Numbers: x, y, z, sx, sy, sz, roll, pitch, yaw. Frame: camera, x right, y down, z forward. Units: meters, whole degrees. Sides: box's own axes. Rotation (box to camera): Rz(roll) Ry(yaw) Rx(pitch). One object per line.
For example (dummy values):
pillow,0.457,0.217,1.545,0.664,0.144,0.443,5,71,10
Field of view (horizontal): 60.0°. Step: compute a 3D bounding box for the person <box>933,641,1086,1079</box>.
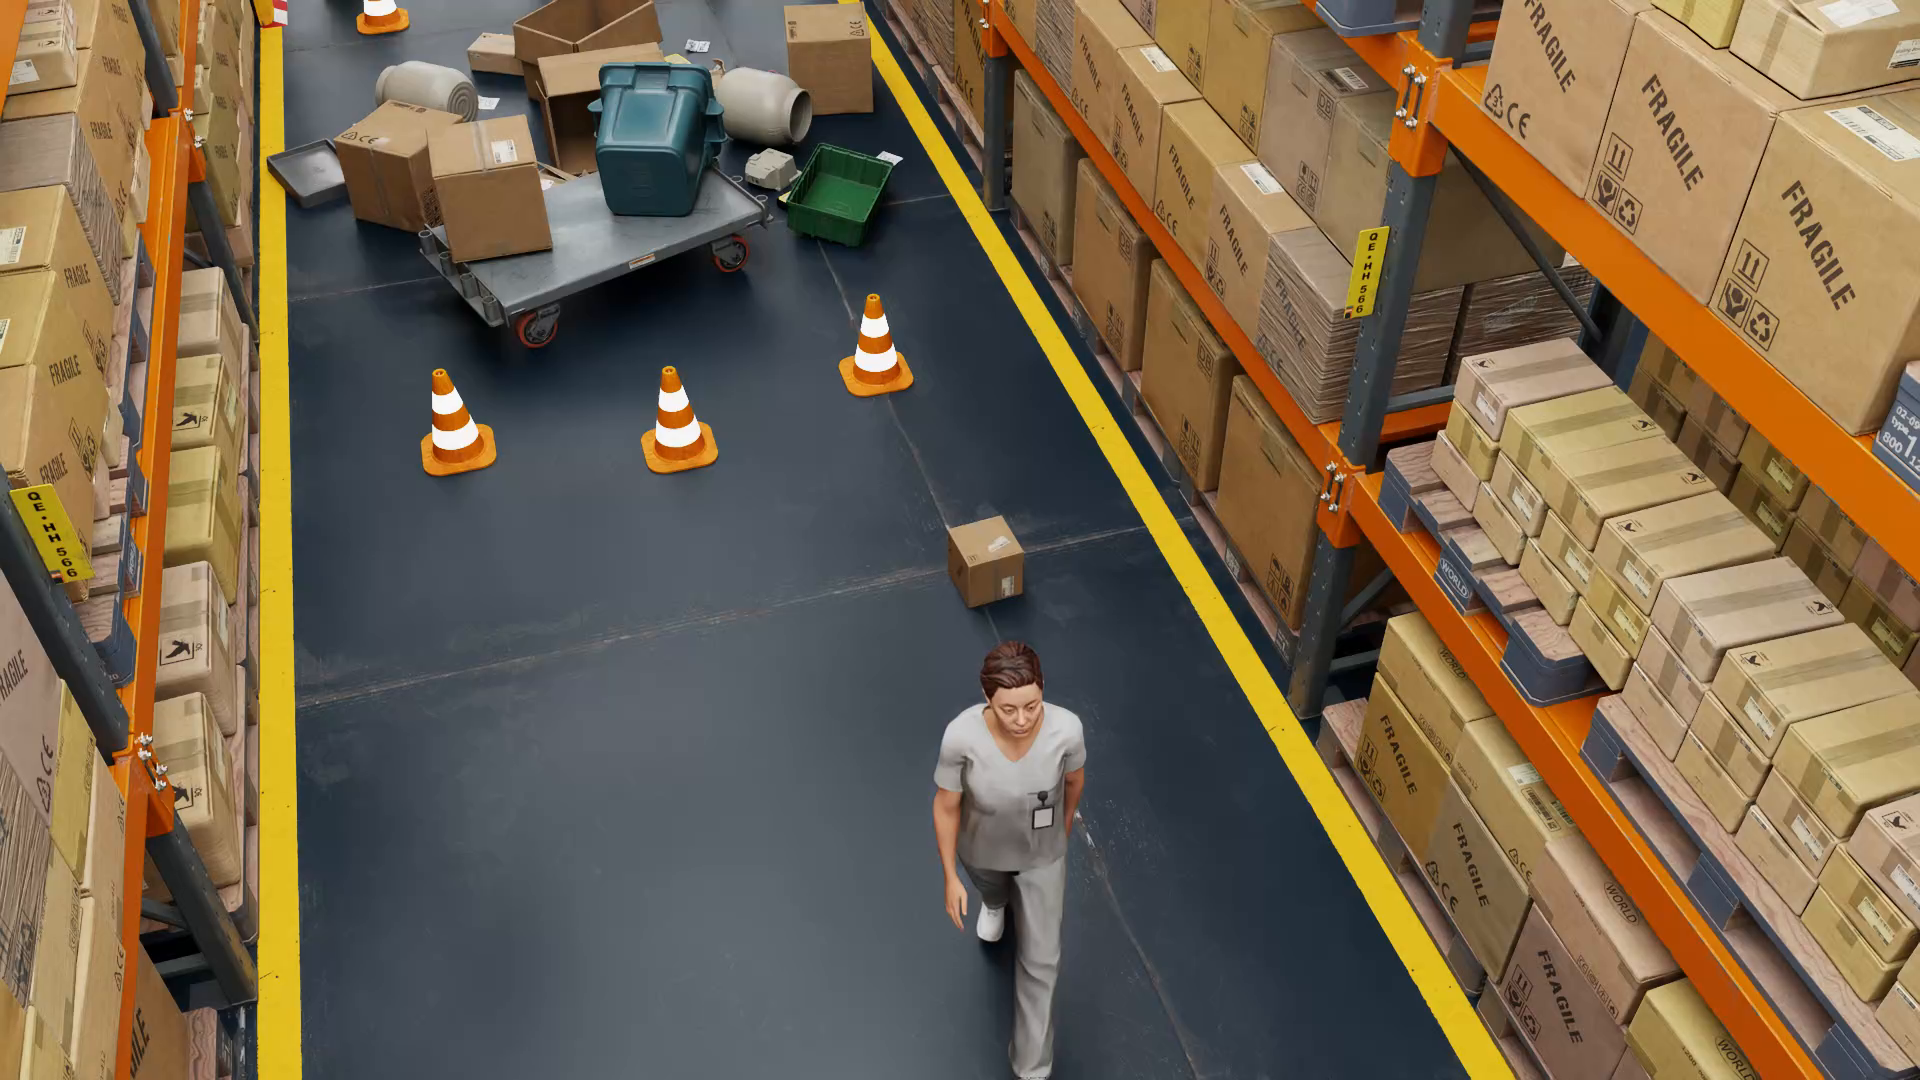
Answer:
person,0.145,0.968,5.081,0.454,1.602,1.032,2,42,2
